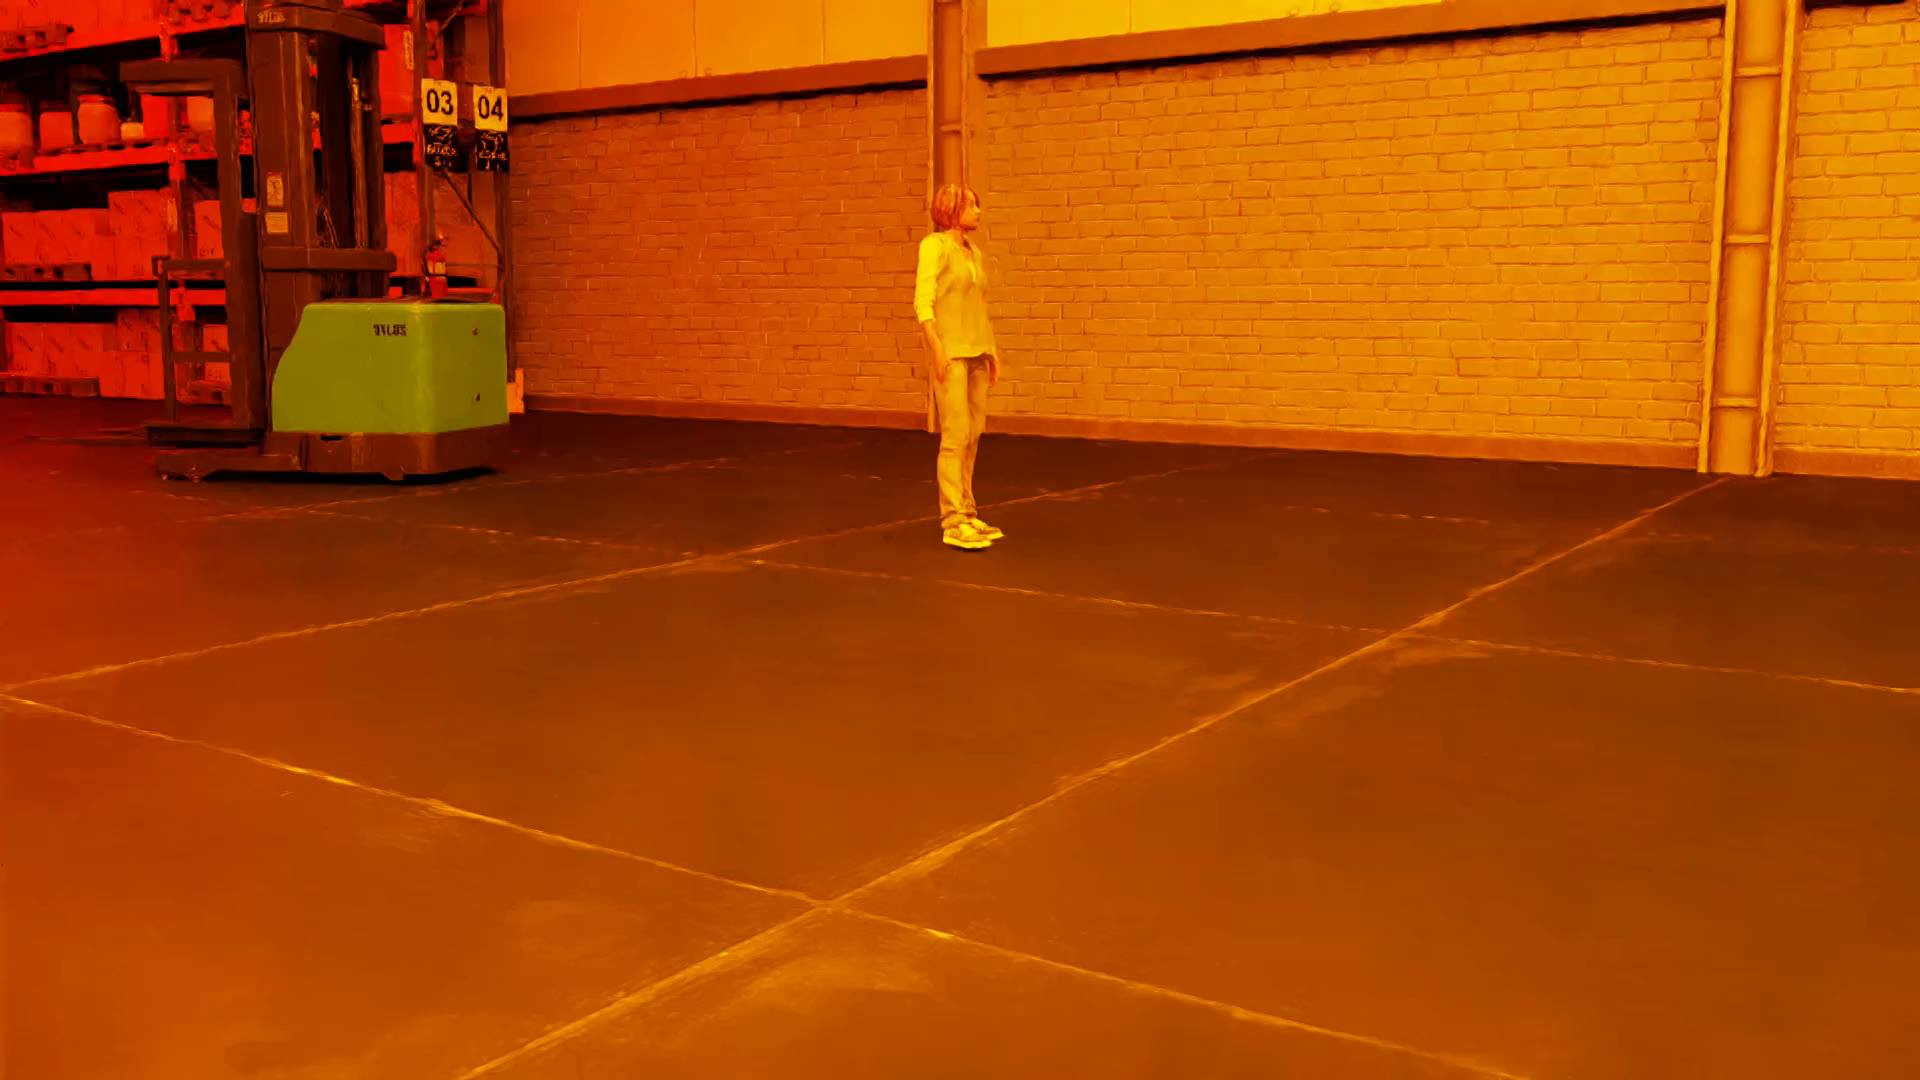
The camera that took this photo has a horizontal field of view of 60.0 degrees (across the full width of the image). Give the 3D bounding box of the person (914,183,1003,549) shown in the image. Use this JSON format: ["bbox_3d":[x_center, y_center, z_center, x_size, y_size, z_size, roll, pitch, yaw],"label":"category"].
[{"bbox_3d":[0.054,-0.790,7.438,0.474,1.597,0.521,5,10,34],"label":"person"}]

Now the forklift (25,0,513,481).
[{"bbox_3d":[-4.466,-1.889,10.478,3.031,2.935,1.130,2,8,14],"label":"forklift"}]
